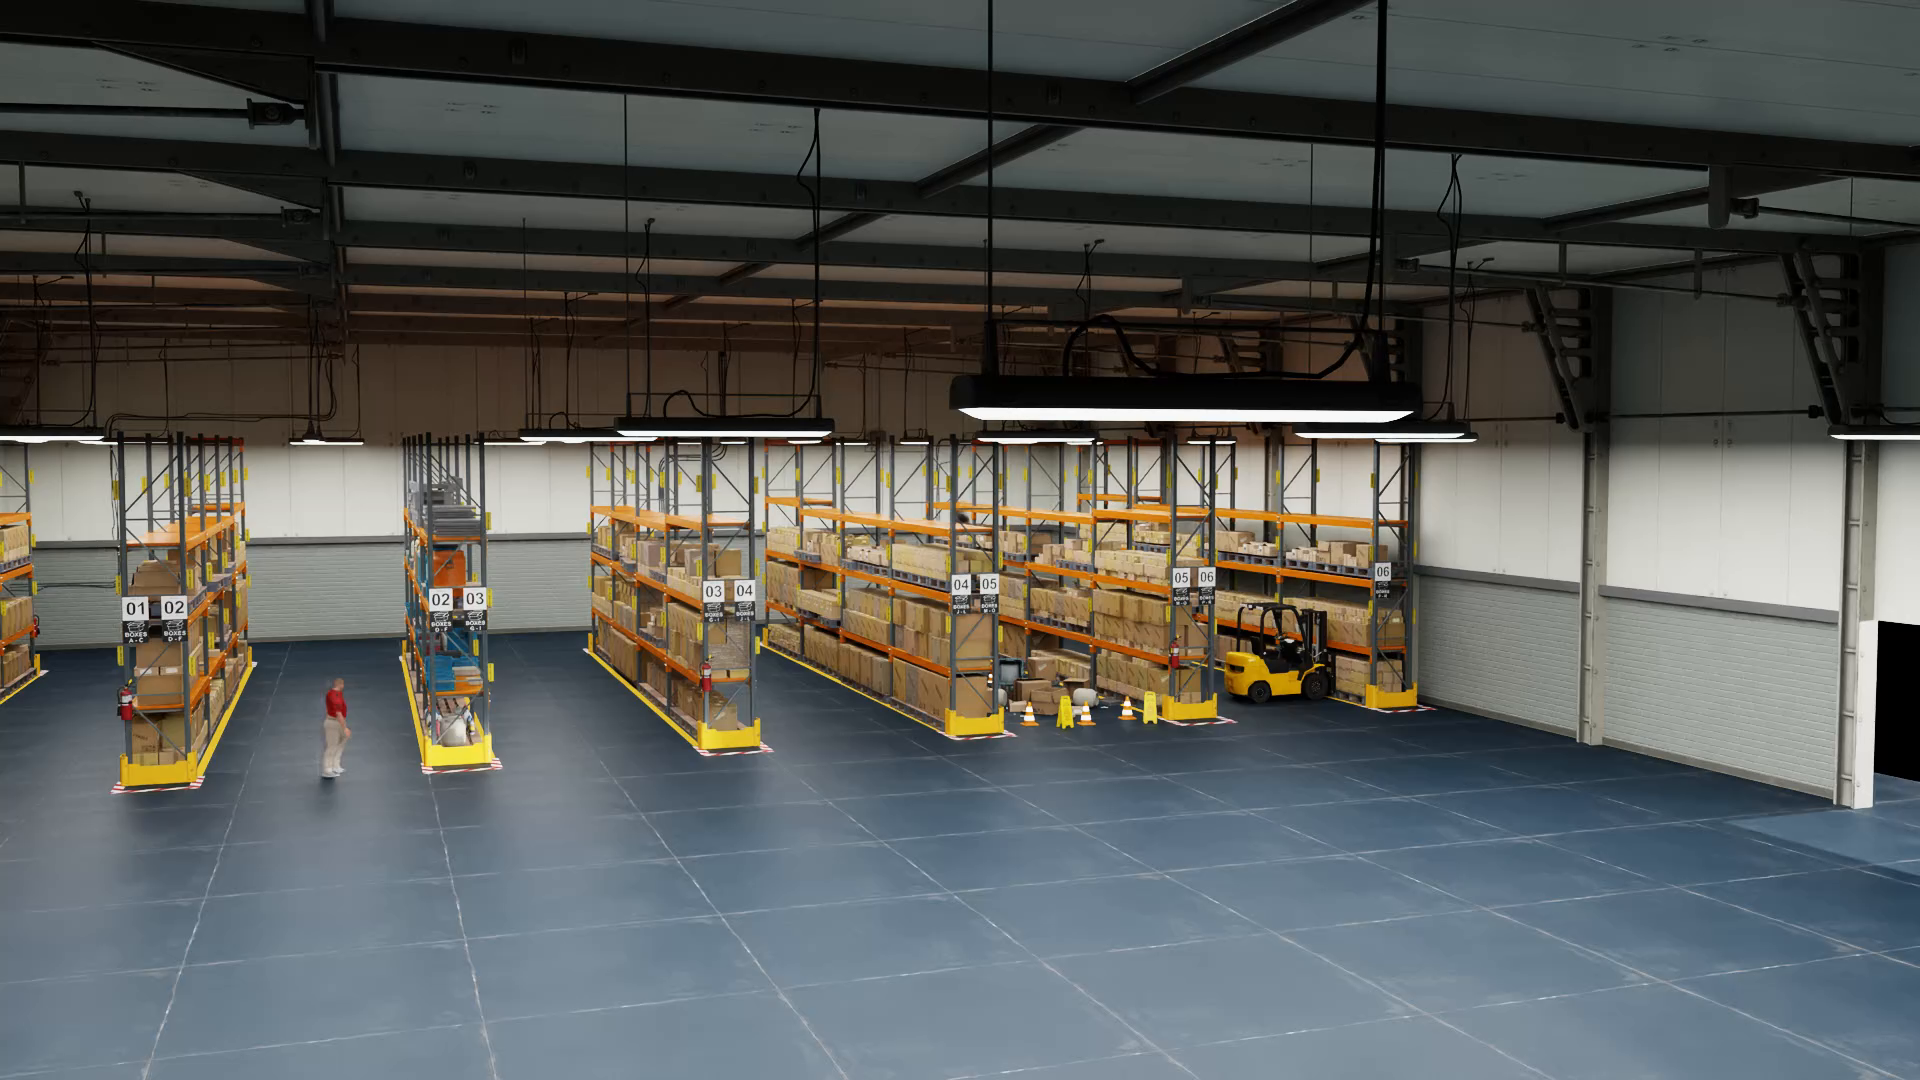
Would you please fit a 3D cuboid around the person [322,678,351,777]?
[{"bbox_3d":[-10.921,3.271,29.094,0.494,1.755,0.686,-1,3,-22],"label":"person"}]

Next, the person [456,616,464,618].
[{"bbox_3d":[-14.232,2.239,47.051,1.078,1.720,0.522,3,4,44],"label":"person"}]
